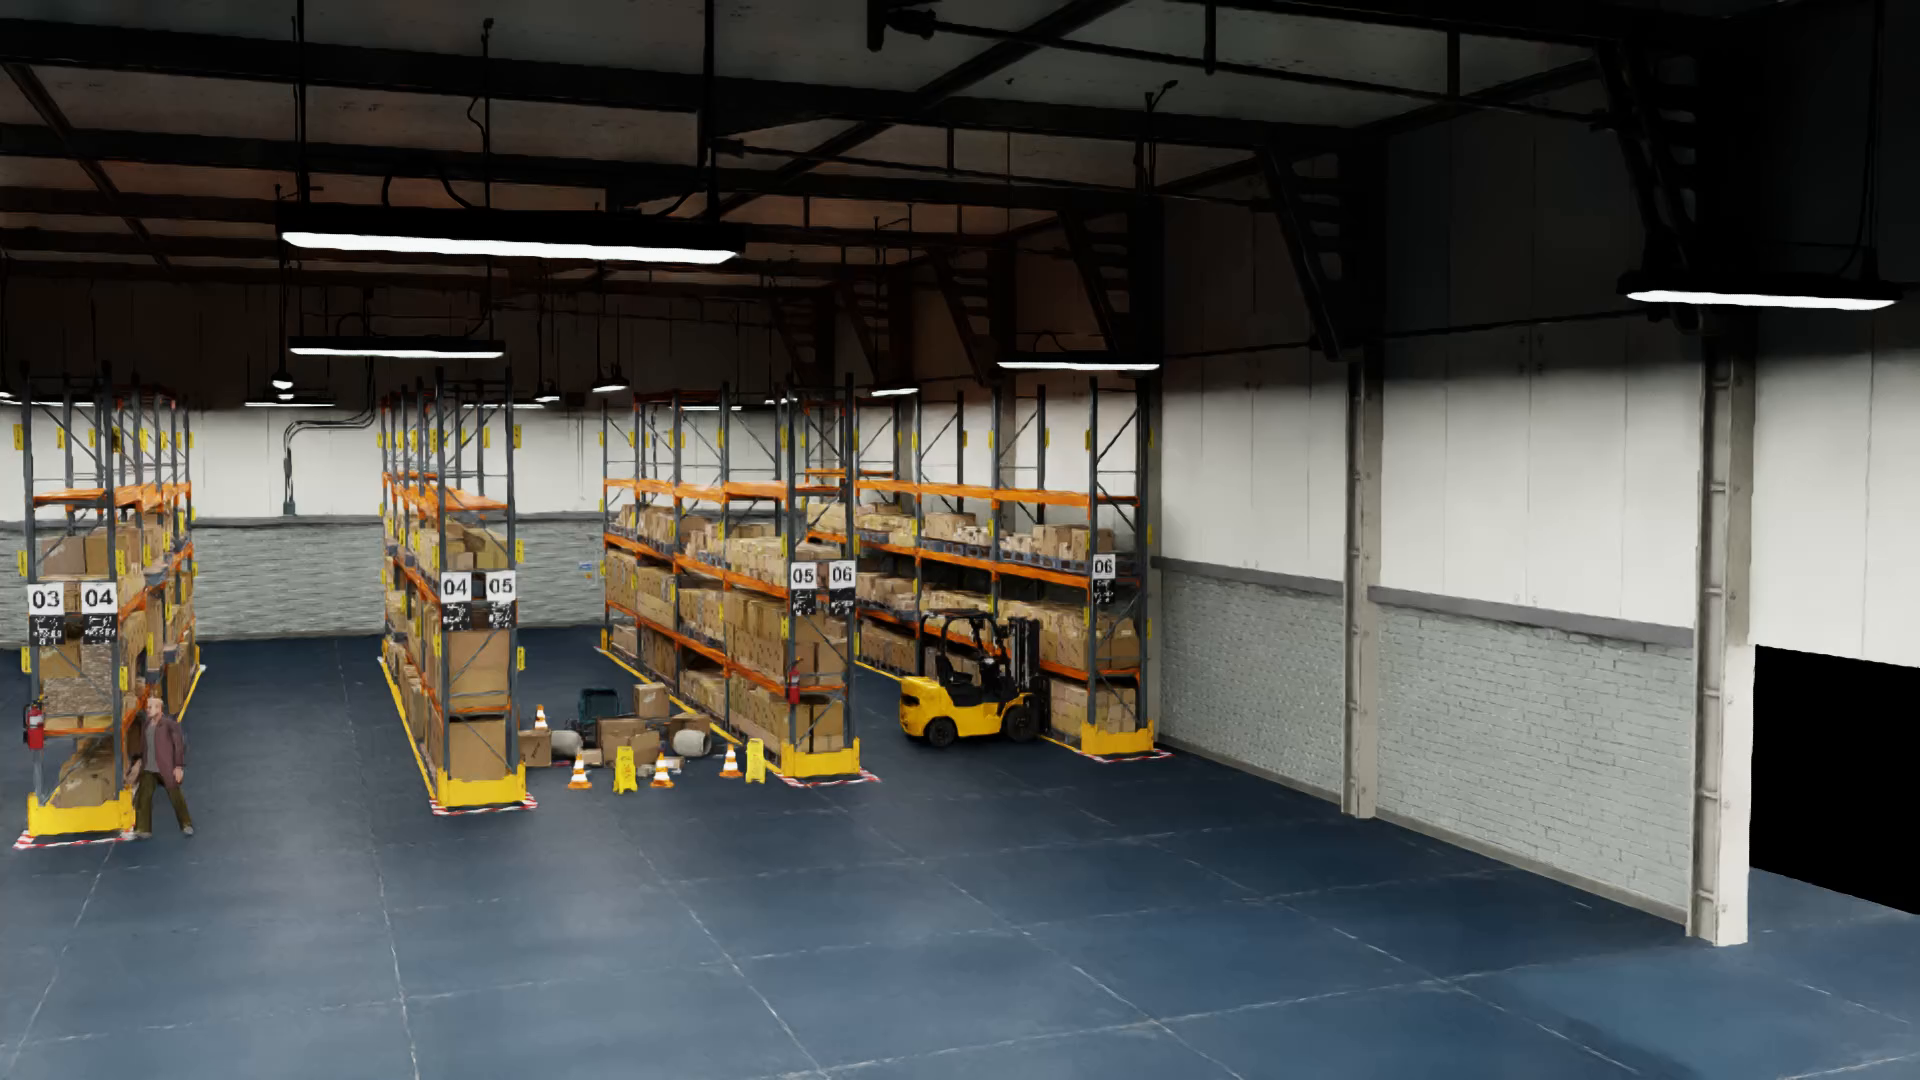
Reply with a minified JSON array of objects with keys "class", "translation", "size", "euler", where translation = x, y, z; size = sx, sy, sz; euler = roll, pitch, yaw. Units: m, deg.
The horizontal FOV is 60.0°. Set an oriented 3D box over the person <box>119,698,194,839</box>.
[{"class":"person","translation":[-10.048,2.958,20.894],"size":[0.799,1.573,0.594],"euler":[1,3,9]}]
